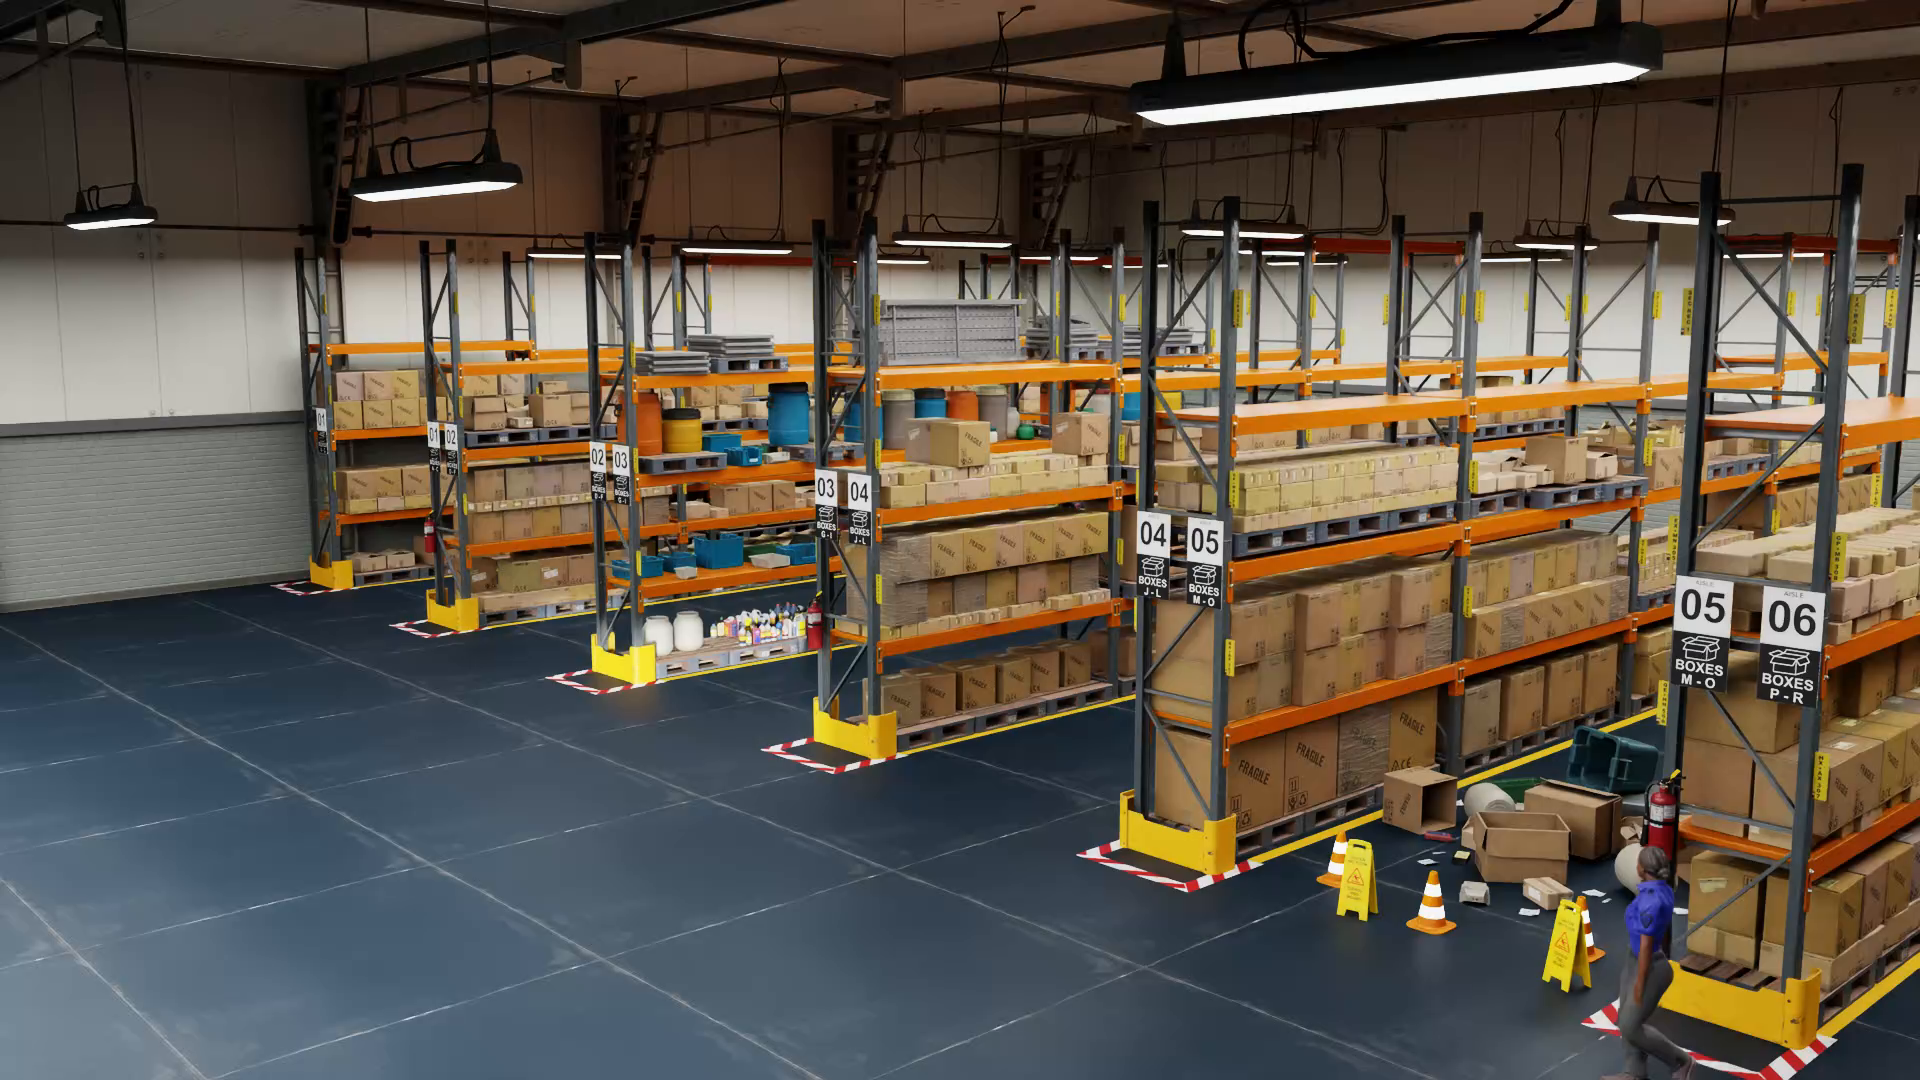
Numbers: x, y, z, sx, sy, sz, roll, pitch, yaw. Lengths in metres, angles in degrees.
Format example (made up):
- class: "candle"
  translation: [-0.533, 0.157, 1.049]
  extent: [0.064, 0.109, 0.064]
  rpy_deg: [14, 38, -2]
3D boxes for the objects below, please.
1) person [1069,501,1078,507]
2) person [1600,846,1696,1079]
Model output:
- class: "person"
  translation: [1.943, -0.449, 32.343]
  extent: [0.995, 1.694, 0.713]
  rpy_deg: [-8, 12, -44]
- class: "person"
  translation: [4.459, 2.779, 10.701]
  extent: [0.540, 1.657, 0.427]
  rpy_deg: [1, 8, 7]
